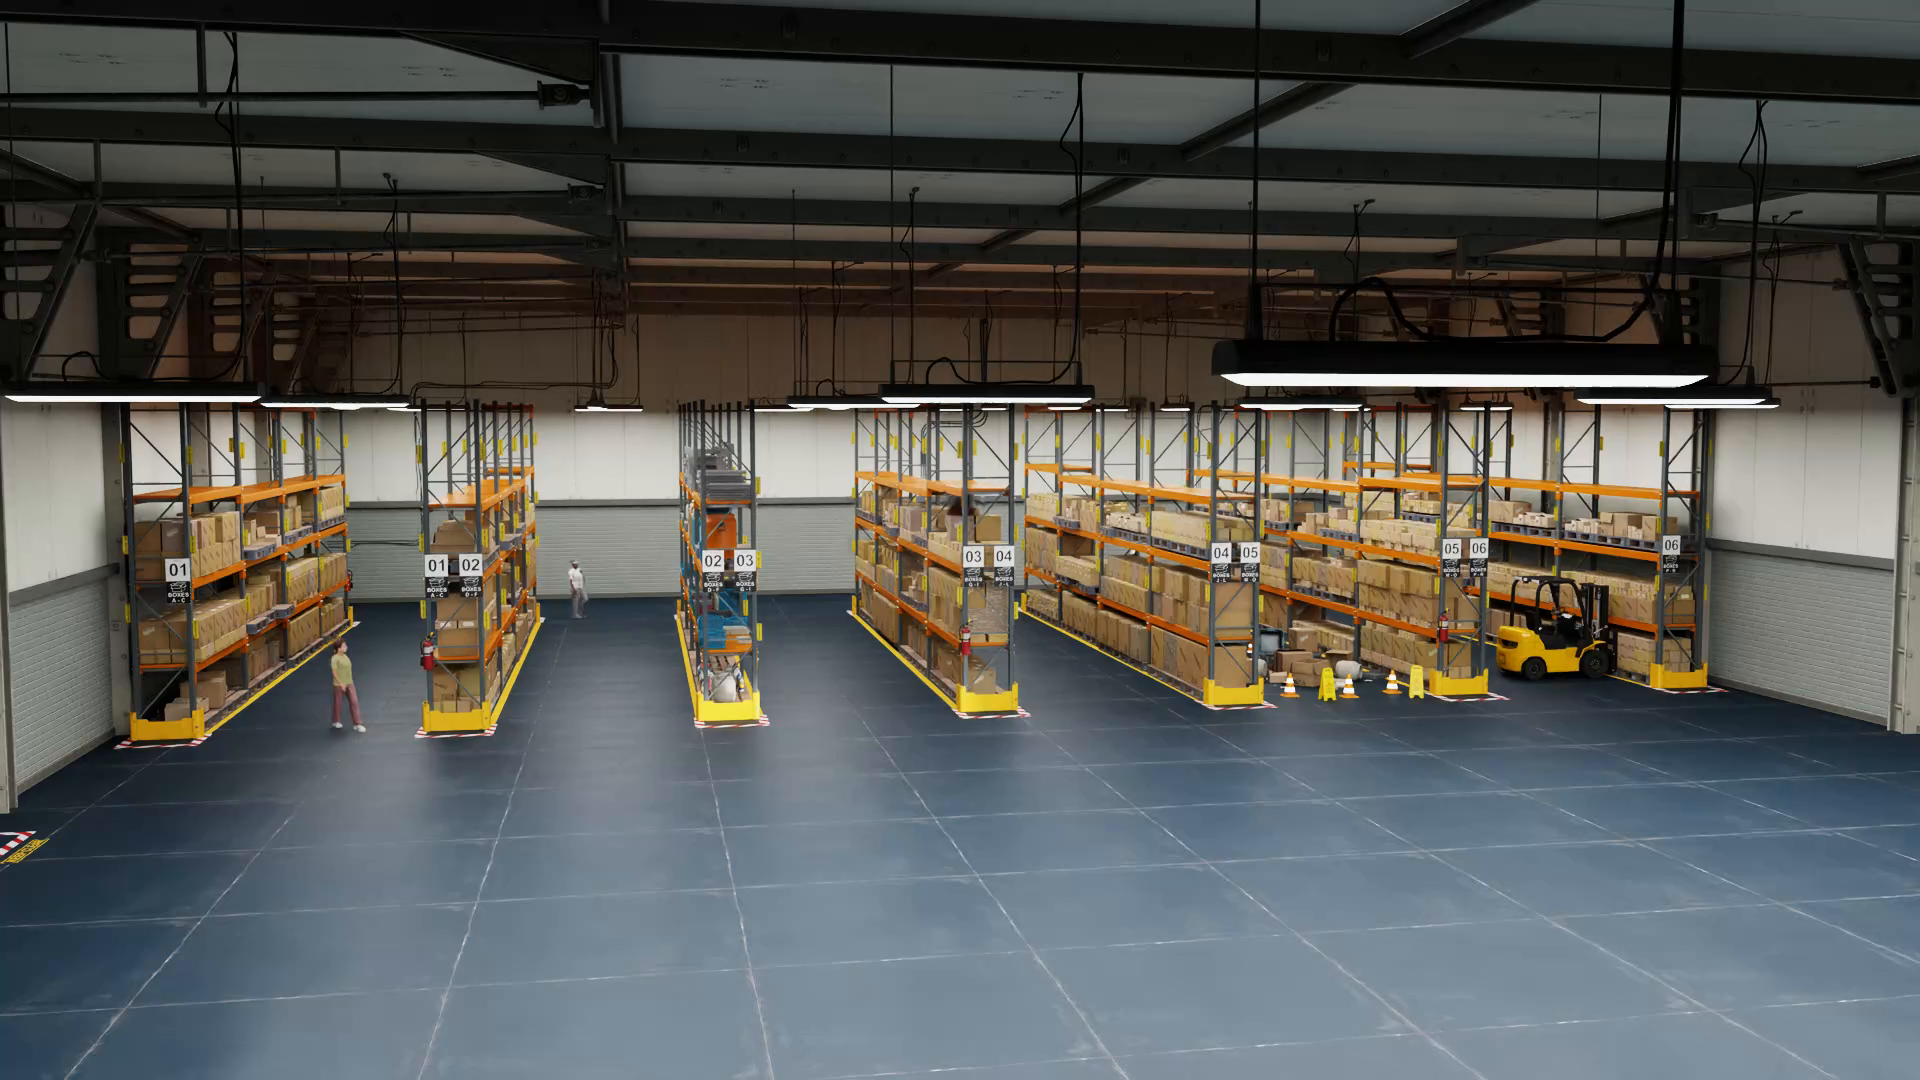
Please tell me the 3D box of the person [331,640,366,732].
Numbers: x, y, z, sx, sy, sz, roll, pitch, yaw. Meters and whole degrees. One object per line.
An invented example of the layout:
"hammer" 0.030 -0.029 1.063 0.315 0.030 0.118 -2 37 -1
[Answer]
"person" -11.148 2.622 30.056 0.918 1.637 0.434 4 6 45

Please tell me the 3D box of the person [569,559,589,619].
"person" -10.653 1.380 46.491 0.488 1.699 0.532 3 6 39

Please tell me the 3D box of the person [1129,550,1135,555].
"person" 5.052 1.128 48.717 0.378 1.715 0.569 -3 5 -35
